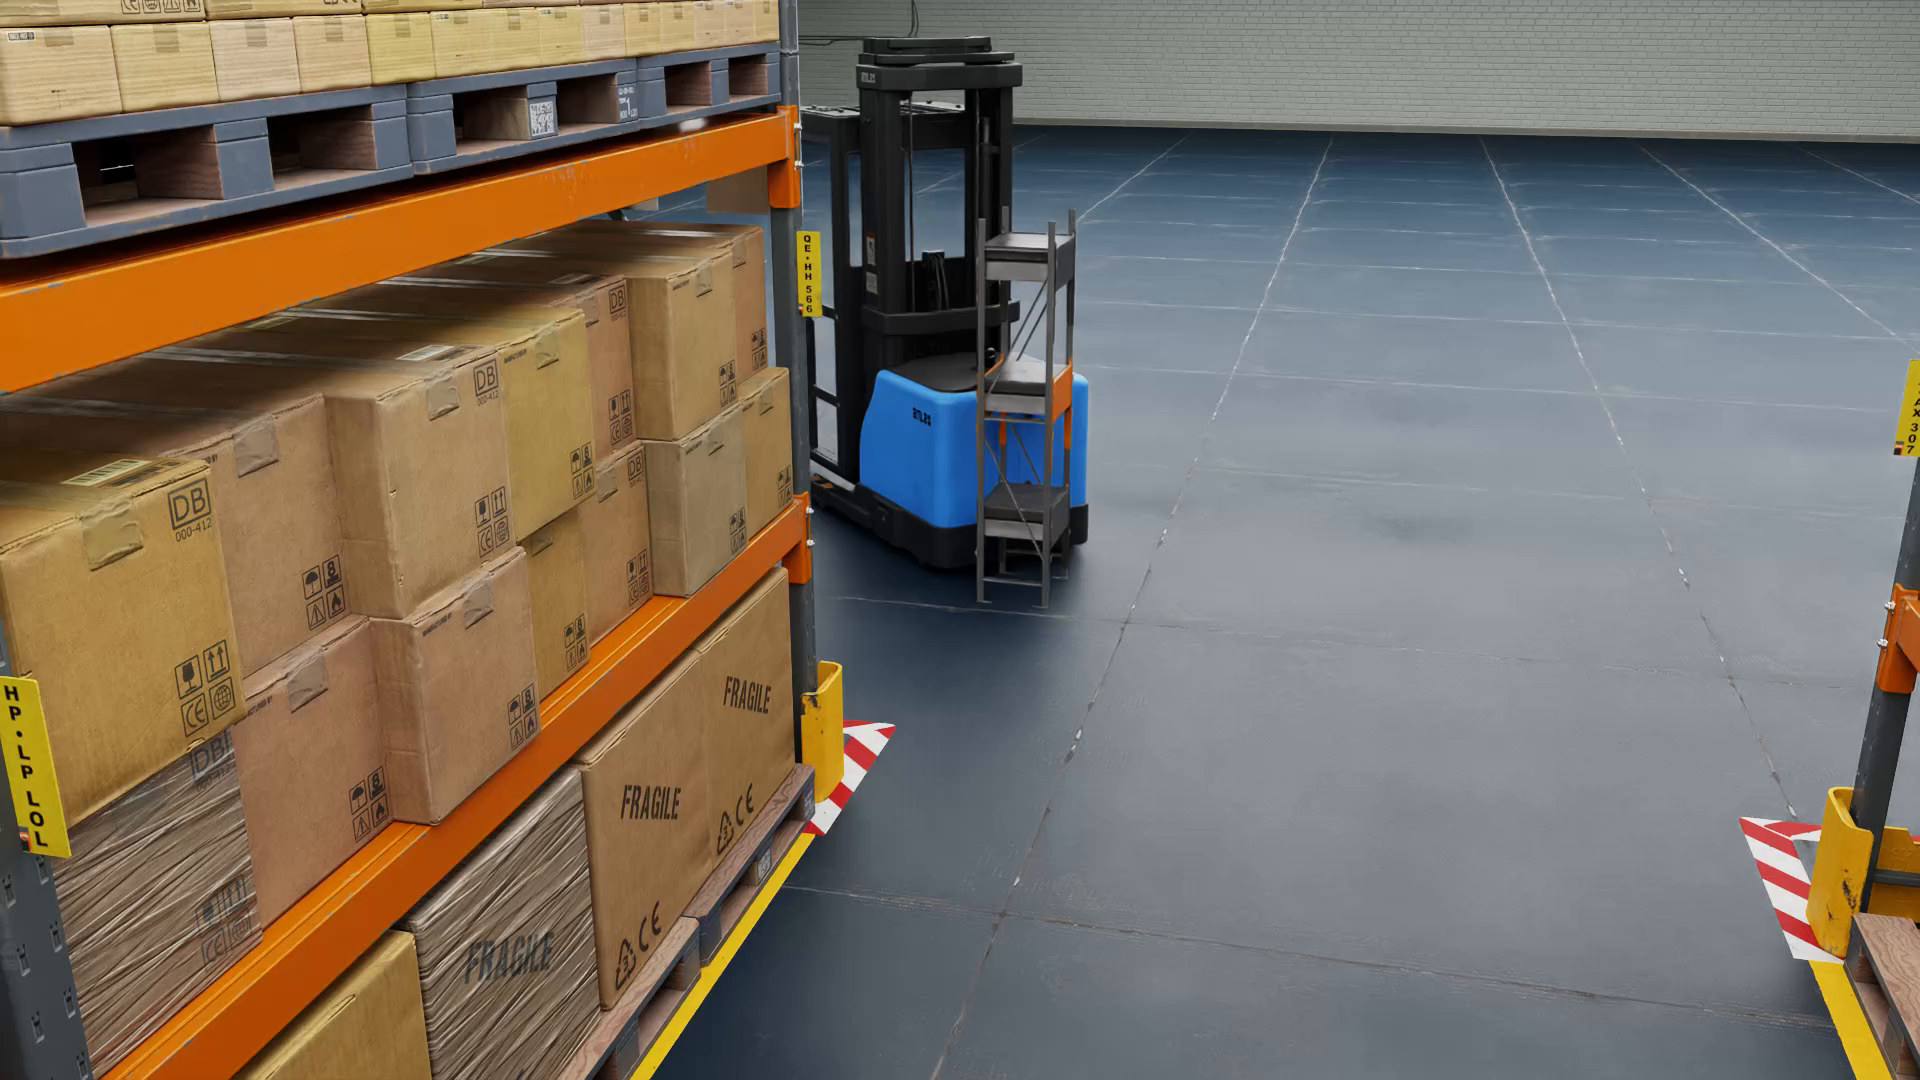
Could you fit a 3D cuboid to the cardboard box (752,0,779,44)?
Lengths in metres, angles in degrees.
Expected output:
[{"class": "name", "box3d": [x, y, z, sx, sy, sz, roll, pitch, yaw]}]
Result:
[{"class": "cardboard box", "box3d": [-0.855, -1.820, 5.818, 0.380, 0.149, 0.250, 5, 19, 13]}]

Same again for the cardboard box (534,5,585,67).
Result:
[{"class": "cardboard box", "box3d": [-1.228, -1.342, 4.419, 0.380, 0.149, 0.250, 5, 19, 14]}]

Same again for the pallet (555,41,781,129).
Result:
[{"class": "pallet", "box3d": [-1.273, -1.548, 5.576, 1.003, 0.211, 1.213, 5, 19, 13]}]

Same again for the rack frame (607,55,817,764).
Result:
[{"class": "rack frame", "box3d": [-1.102, -0.404, 6.730, 1.000, 3.000, 0.127, 5, 19, 13]}]

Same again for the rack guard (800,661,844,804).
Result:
[{"class": "rack guard", "box3d": [-1.096, 0.771, 7.156, 1.175, 0.500, 0.348, 5, 19, 13]}]

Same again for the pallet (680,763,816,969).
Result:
[{"class": "pallet", "box3d": [-1.222, 1.172, 6.429, 1.003, 0.211, 1.213, 5, 19, 13]}]

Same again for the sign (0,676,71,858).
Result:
[{"class": "sign", "box3d": [-1.551, 0.379, 2.768, 0.100, 0.325, 0.005, 5, 19, 13]}]

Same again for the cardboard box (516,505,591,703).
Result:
[{"class": "cardboard box", "box3d": [-1.610, 0.154, 4.864, 0.875, 0.550, 0.500, 5, 19, 13]}]

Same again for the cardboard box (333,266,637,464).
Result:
[{"class": "cardboard box", "box3d": [-1.544, -0.528, 5.191, 0.875, 0.550, 0.550, 5, 19, 13]}]

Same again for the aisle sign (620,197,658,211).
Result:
[{"class": "aisle sign", "box3d": [-1.376, -1.680, 6.444, 0.394, 0.787, 0.004, 5, 19, 13]}]

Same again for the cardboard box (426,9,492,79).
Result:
[{"class": "cardboard box", "box3d": [-1.352, -1.184, 3.956, 0.380, 0.149, 0.250, 5, 19, 13]}]

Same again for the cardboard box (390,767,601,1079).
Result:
[{"class": "cardboard box", "box3d": [-1.641, 1.182, 4.724, 0.875, 0.875, 0.875, 5, 19, 14]}]

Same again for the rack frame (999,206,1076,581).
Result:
[{"class": "rack frame", "box3d": [0.421, -0.782, 9.227, 0.400, 2.100, 0.015, 5, 20, 15]}]

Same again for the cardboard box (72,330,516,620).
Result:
[{"class": "cardboard box", "box3d": [-1.669, -0.185, 4.186, 0.875, 0.550, 0.550, 5, 19, 13]}]

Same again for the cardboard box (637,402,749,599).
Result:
[{"class": "cardboard box", "box3d": [-1.262, -0.181, 5.845, 0.875, 0.550, 0.550, 5, 19, 13]}]

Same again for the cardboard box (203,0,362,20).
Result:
[{"class": "cardboard box", "box3d": [-1.567, -1.175, 3.314, 0.500, 0.250, 0.500, 4, 19, 13]}]

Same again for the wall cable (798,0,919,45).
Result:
[{"class": "wall cable", "box3d": [-2.453, -12.599, 37.954, 3.097, 2.526, 0.112, 5, 19, 13]}]

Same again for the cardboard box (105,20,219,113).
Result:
[{"class": "cardboard box", "box3d": [-1.600, -0.866, 3.025, 0.380, 0.149, 0.250, 5, 19, 14]}]

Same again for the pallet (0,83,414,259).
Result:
[{"class": "pallet", "box3d": [-1.869, -0.783, 3.337, 1.003, 0.211, 1.213, 5, 19, 13]}]

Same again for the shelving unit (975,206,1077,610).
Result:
[{"class": "shelving unit", "box3d": [0.355, -0.706, 9.005, 0.431, 2.100, 0.503, 5, 20, 15]}]

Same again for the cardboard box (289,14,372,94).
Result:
[{"class": "cardboard box", "box3d": [-1.476, -1.022, 3.483, 0.380, 0.149, 0.250, 4, 19, 13]}]

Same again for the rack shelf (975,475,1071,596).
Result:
[{"class": "rack shelf", "box3d": [0.355, -0.030, 9.236, 0.431, 0.518, 0.480, 5, 20, 15]}]

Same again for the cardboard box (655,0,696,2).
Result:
[{"class": "cardboard box", "box3d": [-1.074, -1.807, 5.165, 0.500, 0.250, 0.500, 5, 19, 13]}]

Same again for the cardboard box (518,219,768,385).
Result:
[{"class": "cardboard box", "box3d": [-1.230, -0.873, 6.200, 0.875, 0.550, 0.550, 5, 19, 13]}]

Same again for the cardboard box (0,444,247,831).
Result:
[{"class": "cardboard box", "box3d": [-1.956, 0.155, 3.191, 0.875, 0.550, 0.550, 5, 19, 13]}]

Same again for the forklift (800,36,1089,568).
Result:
[{"class": "forklift", "box3d": [-0.392, -1.654, 10.496, 1.130, 2.935, 3.031, -10, 21, -27]}]

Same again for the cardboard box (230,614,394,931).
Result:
[{"class": "cardboard box", "box3d": [-1.889, 0.488, 3.886, 0.875, 0.550, 0.550, 5, 19, 13]}]

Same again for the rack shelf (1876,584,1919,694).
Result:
[{"class": "rack shelf", "box3d": [3.194, 0.987, 3.771, 1.077, 0.370, 4.000, 5, 19, 13]}]

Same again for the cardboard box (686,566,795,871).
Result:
[{"class": "cardboard box", "box3d": [-1.204, 0.620, 6.368, 0.875, 0.875, 0.875, 5, 19, 14]}]

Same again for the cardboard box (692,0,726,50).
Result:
[{"class": "cardboard box", "box3d": [-0.979, -1.660, 5.351, 0.380, 0.149, 0.250, 5, 19, 14]}]

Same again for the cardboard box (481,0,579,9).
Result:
[{"class": "cardboard box", "box3d": [-1.321, -1.492, 4.242, 0.500, 0.250, 0.500, 5, 19, 14]}]

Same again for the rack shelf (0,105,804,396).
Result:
[{"class": "rack shelf", "box3d": [-1.591, -0.856, 4.526, 1.077, 0.370, 4.000, 5, 19, 13]}]

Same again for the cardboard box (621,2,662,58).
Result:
[{"class": "cardboard box", "box3d": [-1.104, -1.501, 4.884, 0.380, 0.149, 0.250, 4, 19, 13]}]
